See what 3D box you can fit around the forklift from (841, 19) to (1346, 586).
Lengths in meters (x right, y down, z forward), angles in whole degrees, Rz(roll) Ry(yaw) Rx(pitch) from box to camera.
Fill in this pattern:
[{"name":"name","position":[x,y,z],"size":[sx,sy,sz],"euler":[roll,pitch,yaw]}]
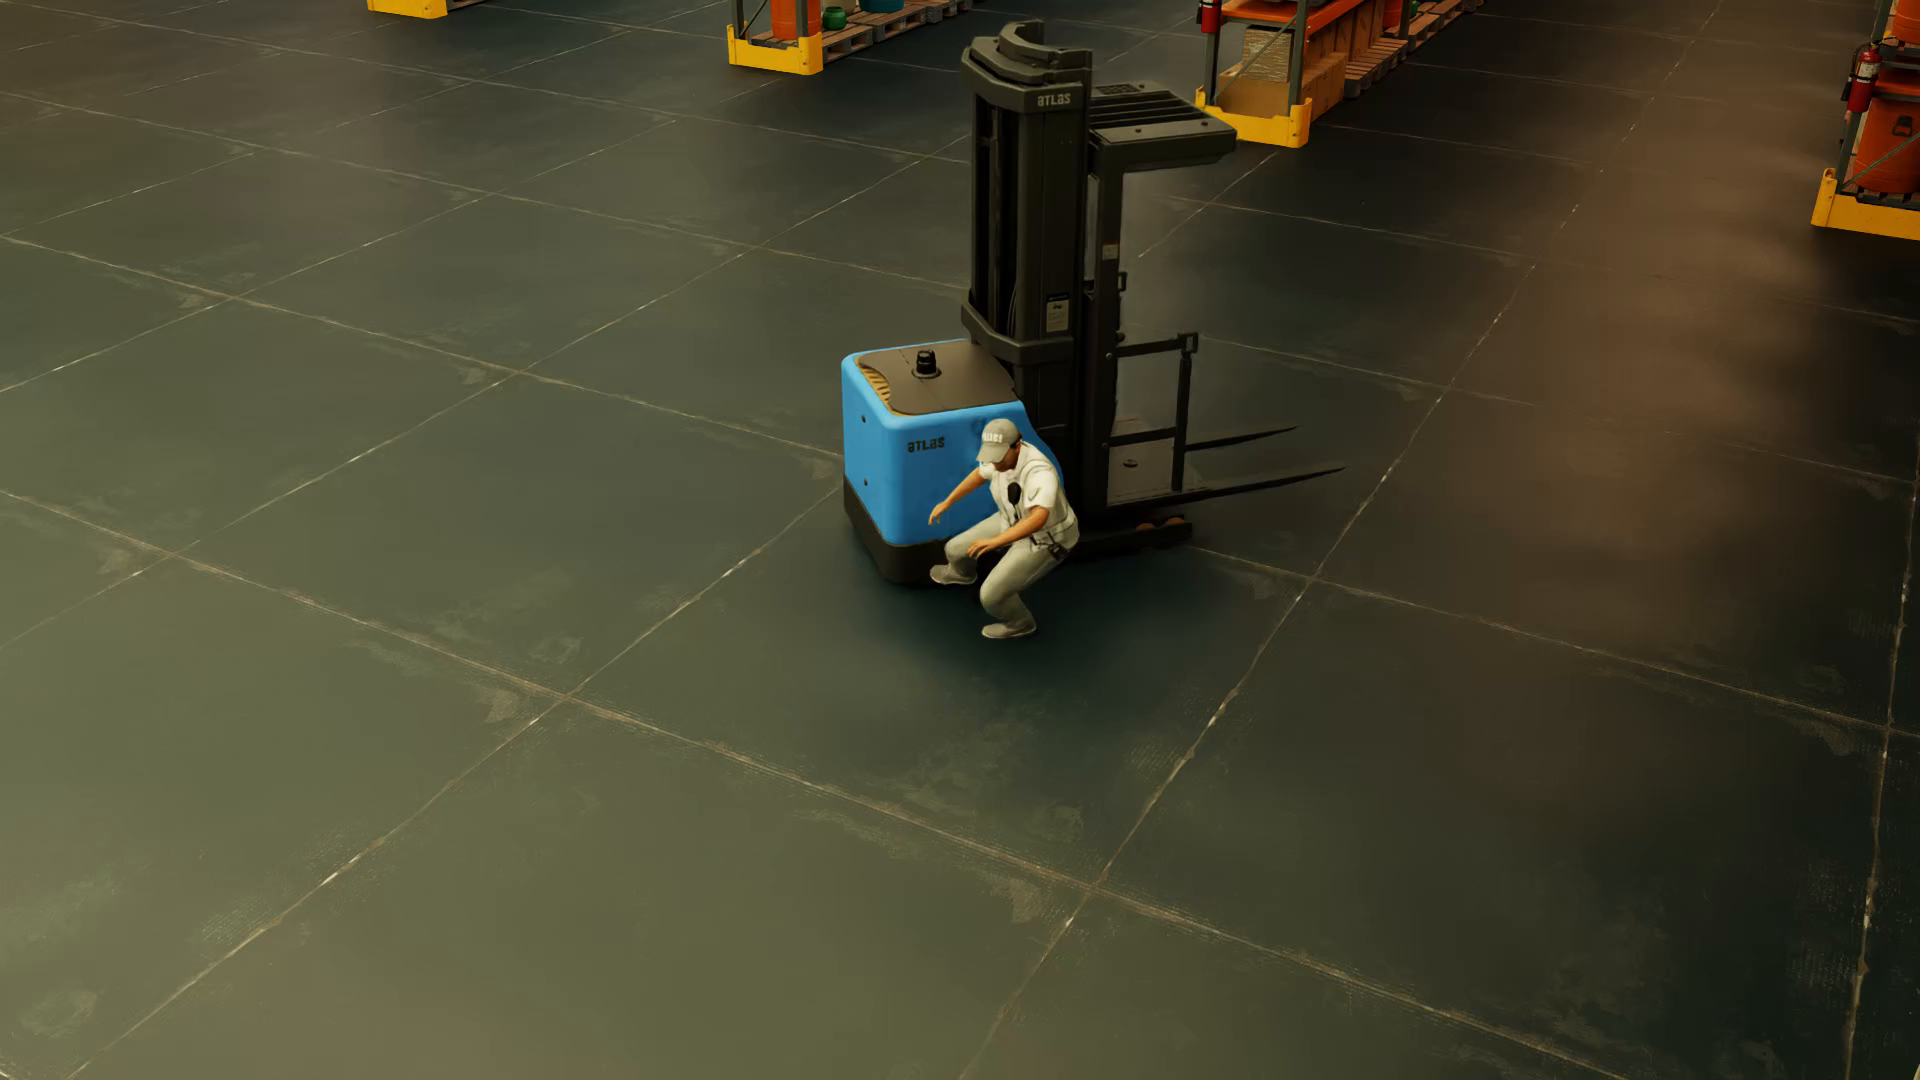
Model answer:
[{"name":"forklift","position":[0.864,-1.443,9.571],"size":[3.031,2.935,1.130],"euler":[-10,31,-16]}]

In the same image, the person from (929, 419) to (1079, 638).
[{"name":"person","position":[0.098,-0.052,8.704],"size":[0.864,1.431,1.224],"euler":[-18,35,-29]}]
